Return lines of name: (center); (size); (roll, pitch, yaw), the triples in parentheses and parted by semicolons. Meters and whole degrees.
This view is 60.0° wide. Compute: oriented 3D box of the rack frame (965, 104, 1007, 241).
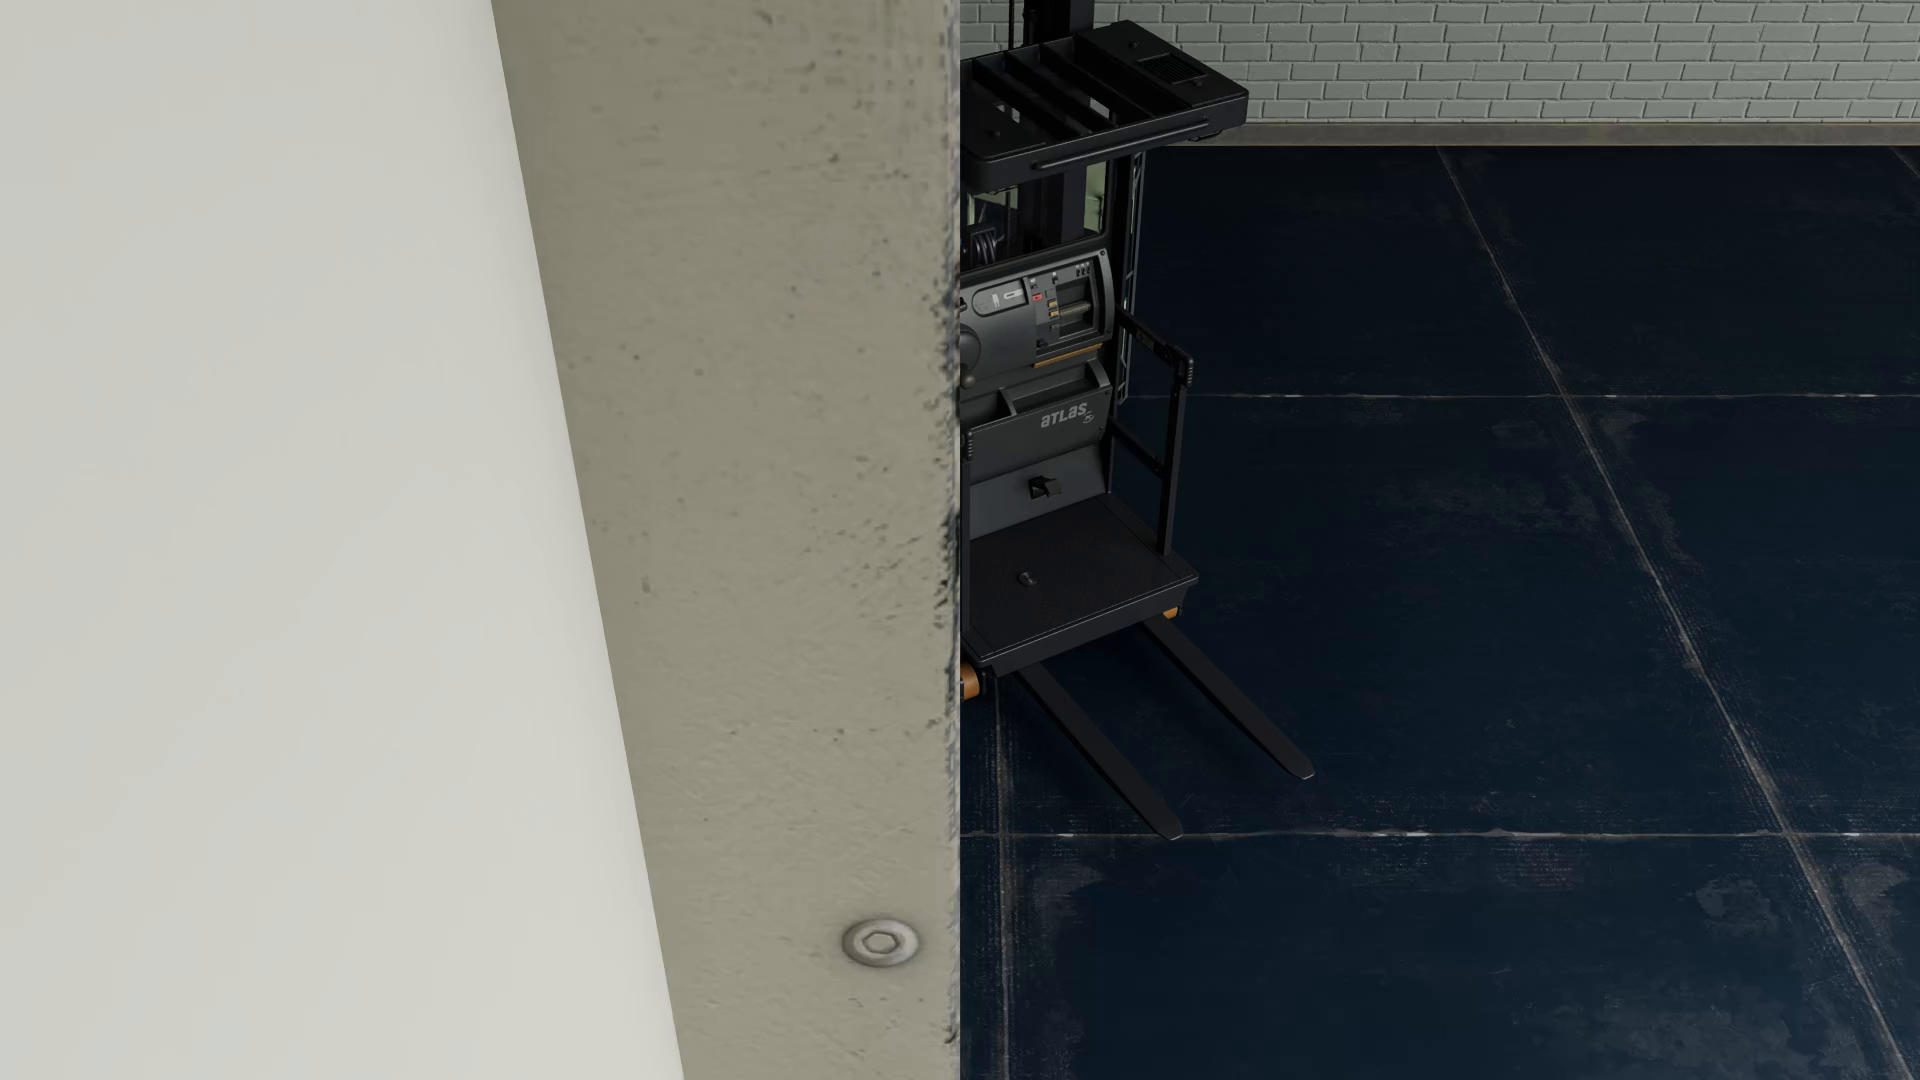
rack frame: (0.134, -1.462, 8.376); (0.023, 1.500, 0.400); (20, 43, 24)

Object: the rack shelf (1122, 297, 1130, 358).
rack shelf: (0.448, -1.091, 8.433); (0.720, 0.370, 0.431); (20, 43, 24)

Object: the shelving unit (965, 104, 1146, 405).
shelving unit: (0.448, -1.345, 8.229); (0.755, 1.500, 0.431); (20, 43, 24)

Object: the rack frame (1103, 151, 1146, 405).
rack frame: (0.762, -1.228, 8.083); (0.023, 1.500, 0.400); (20, 43, 24)

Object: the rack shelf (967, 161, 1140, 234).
rack shelf: (0.448, -1.650, 7.985); (0.720, 0.370, 0.431); (20, 43, 24)

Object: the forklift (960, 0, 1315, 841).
forklift: (0.307, -0.805, 6.410); (1.130, 2.935, 3.031); (-20, 43, -23)
